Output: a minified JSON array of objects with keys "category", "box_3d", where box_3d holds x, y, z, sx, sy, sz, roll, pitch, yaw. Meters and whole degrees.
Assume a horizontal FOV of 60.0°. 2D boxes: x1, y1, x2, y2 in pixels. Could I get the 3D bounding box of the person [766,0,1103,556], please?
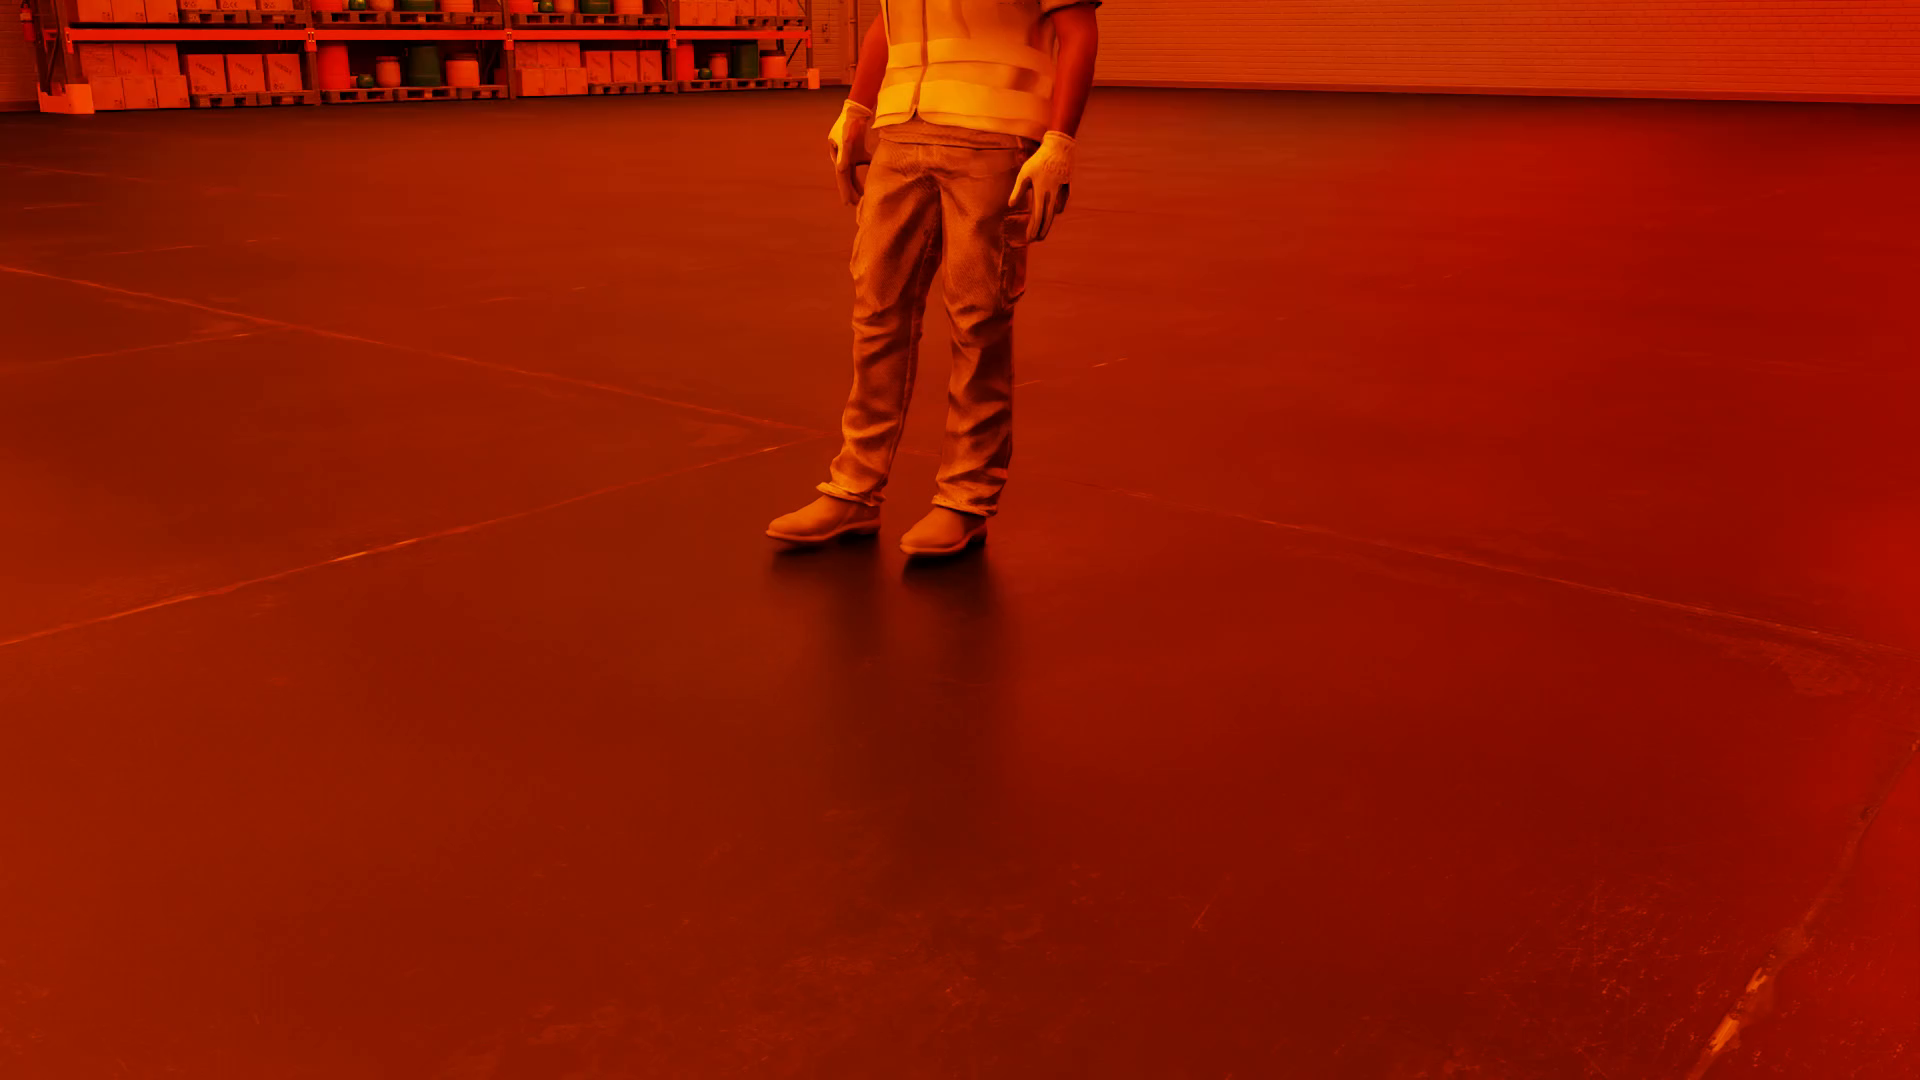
[{"category":"person","box_3d":[-0.052,-0.845,3.632,0.656,1.784,0.575,13,21,37]}]
